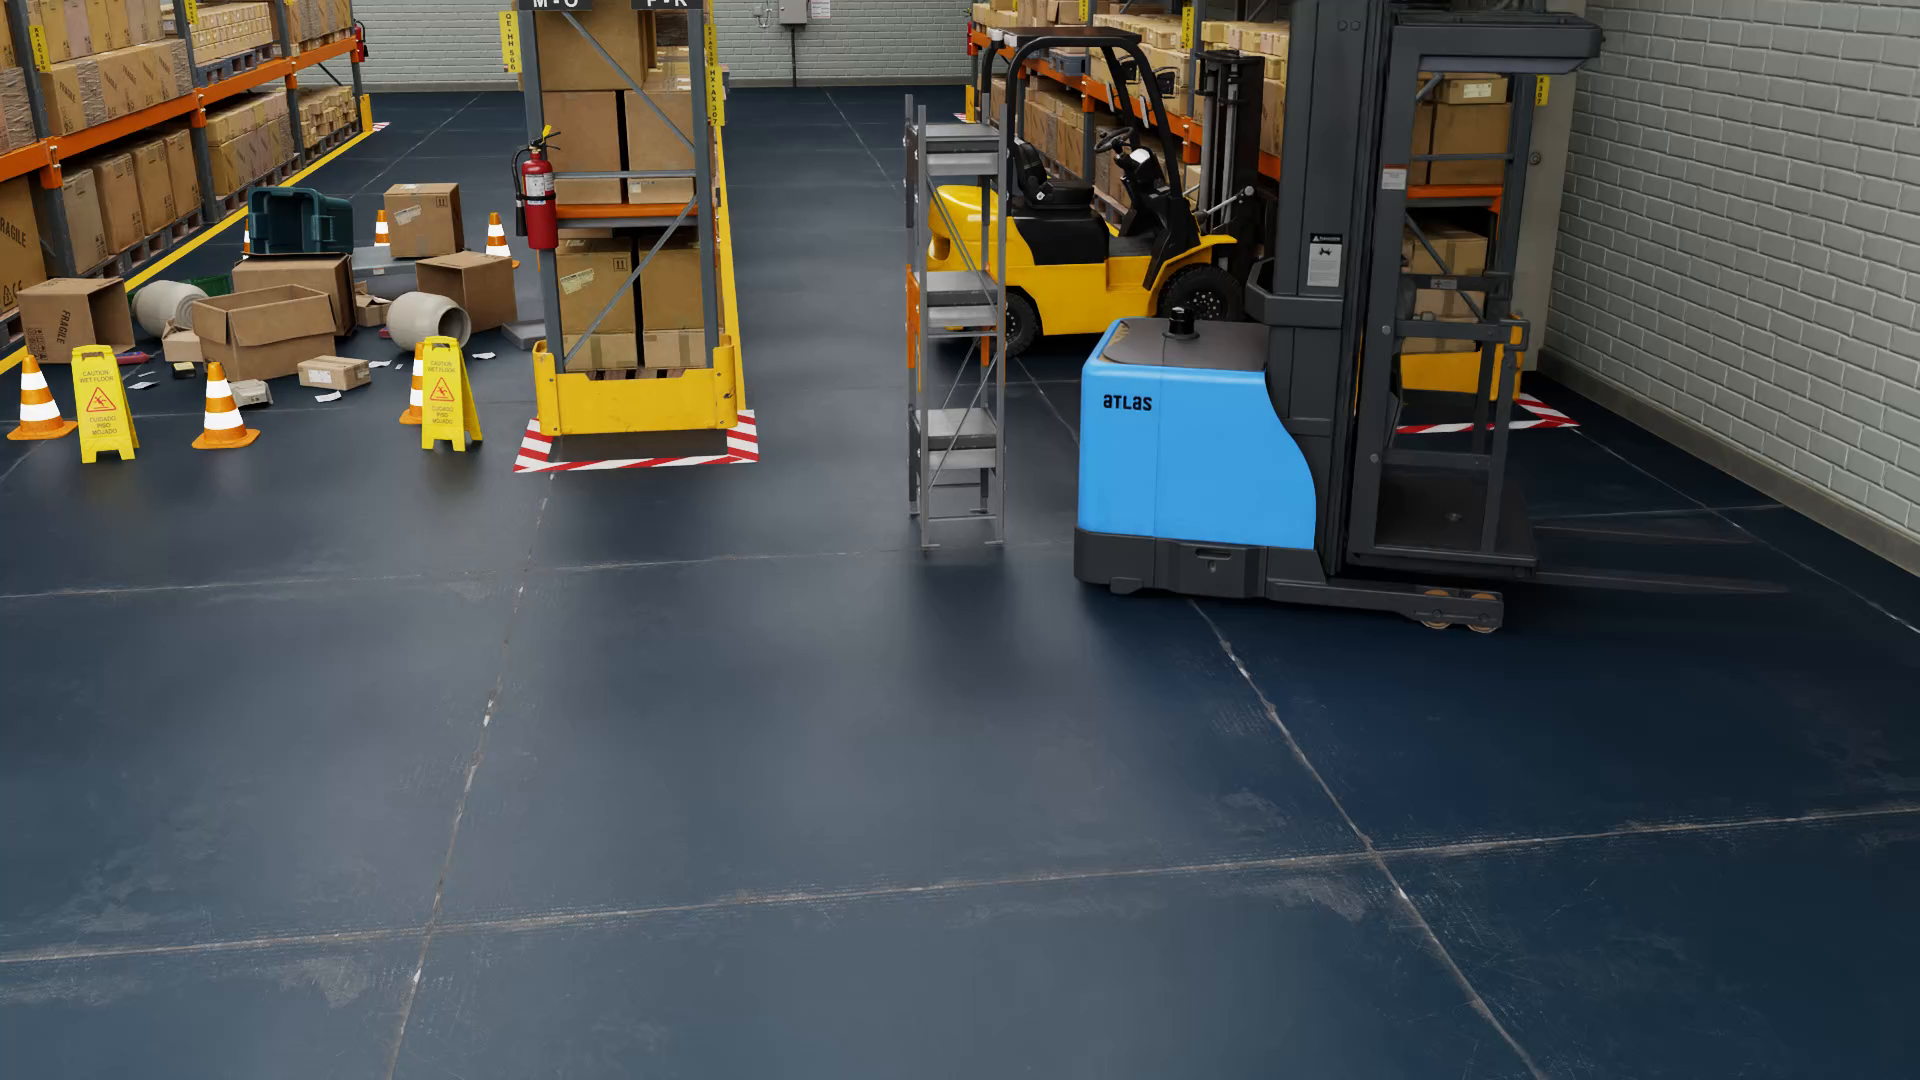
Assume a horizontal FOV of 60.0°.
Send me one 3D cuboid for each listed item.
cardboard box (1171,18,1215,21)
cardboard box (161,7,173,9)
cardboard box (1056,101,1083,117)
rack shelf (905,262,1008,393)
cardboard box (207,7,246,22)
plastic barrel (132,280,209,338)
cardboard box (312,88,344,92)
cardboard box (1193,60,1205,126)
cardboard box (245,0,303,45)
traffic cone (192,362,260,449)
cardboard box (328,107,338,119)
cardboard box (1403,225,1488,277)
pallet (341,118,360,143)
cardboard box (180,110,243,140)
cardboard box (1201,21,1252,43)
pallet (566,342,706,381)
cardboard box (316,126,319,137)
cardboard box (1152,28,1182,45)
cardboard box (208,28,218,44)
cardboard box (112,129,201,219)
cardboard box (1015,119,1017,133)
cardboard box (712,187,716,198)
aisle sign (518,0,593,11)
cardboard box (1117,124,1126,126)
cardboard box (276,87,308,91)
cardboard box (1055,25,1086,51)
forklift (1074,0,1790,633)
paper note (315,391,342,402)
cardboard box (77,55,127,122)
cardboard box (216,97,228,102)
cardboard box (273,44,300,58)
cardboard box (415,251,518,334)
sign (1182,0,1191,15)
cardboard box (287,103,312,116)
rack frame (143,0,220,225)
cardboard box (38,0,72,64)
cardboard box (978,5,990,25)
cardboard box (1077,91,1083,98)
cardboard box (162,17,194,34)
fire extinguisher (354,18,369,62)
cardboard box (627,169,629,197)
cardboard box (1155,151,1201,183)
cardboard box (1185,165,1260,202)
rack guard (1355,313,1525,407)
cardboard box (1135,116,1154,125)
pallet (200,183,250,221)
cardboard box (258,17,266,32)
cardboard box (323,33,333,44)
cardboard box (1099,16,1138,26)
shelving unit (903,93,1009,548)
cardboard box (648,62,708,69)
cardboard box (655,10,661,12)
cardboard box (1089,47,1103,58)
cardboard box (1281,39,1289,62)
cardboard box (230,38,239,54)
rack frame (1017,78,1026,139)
[{"bbox_3d":[2.304,-5.094,16.499,0.380,0.149,0.250,-3,21,-9],"label":"cardboard box"},{"bbox_3d":[-8.791,-5.792,18.344,0.380,0.149,0.250,-3,21,-8],"label":"cardboard box"},{"bbox_3d":[1.342,-5.053,19.505,0.380,0.149,0.250,-4,21,-10],"label":"cardboard box"},{"bbox_3d":[-0.024,-1.028,8.007,0.431,0.518,0.480,-3,21,-8],"label":"rack shelf"},{"bbox_3d":[-8.148,-5.824,18.430,0.380,0.149,0.250,-4,21,-10],"label":"cardboard box"},{"bbox_3d":[-5.710,-1.662,12.060,0.512,0.421,0.421,12,24,30],"label":"plastic barrel"},{"bbox_3d":[-8.815,-6.218,23.202,0.380,0.149,0.250,-3,21,-7],"label":"cardboard box"},{"bbox_3d":[2.209,-3.600,13.426,0.500,0.500,0.500,-3,21,-9],"label":"cardboard box"},{"bbox_3d":[-8.366,-6.324,20.293,0.500,0.500,0.500,-3,21,-9],"label":"cardboard box"},{"bbox_3d":[-4.319,-0.805,9.711,0.336,0.463,0.334,-3,21,-8],"label":"traffic cone"},{"bbox_3d":[-8.580,-5.723,22.300,0.380,0.149,0.250,-2,21,-5],"label":"cardboard box"},{"bbox_3d":[3.098,-1.888,10.885,0.500,0.250,0.500,-3,21,-9],"label":"cardboard box"},{"bbox_3d":[-9.028,-5.723,23.237,1.003,0.211,1.213,-3,21,-8],"label":"pallet"},{"bbox_3d":[-7.901,-4.372,17.536,0.500,0.250,0.500,-3,21,-8],"label":"cardboard box"},{"bbox_3d":[2.156,-4.085,13.371,0.380,0.149,0.250,-2,21,-7],"label":"cardboard box"},{"bbox_3d":[-2.024,-1.087,10.824,1.003,0.211,1.213,-3,21,-8],"label":"pallet"},{"bbox_3d":[-8.564,-5.310,21.619,0.380,0.149,0.250,-4,21,-10],"label":"cardboard box"},{"bbox_3d":[1.952,-4.532,14.993,0.380,0.149,0.250,-3,21,-9],"label":"cardboard box"},{"bbox_3d":[-7.958,-5.238,17.287,0.380,0.149,0.250,-3,21,-8],"label":"cardboard box"},{"bbox_3d":[-7.969,-3.496,15.905,1.050,0.750,0.750,-3,21,-8],"label":"cardboard box"},{"bbox_3d":[0.880,-5.529,22.208,0.380,0.149,0.250,-4,21,-9],"label":"cardboard box"},{"bbox_3d":[-2.082,-2.361,12.509,0.500,0.500,0.500,-3,21,-7],"label":"cardboard box"},{"bbox_3d":[-2.209,-3.265,8.956,0.394,0.787,0.004,-3,21,-8],"label":"aisle sign"},{"bbox_3d":[1.993,-4.462,18.848,0.500,0.500,0.500,-3,21,-8],"label":"cardboard box"},{"bbox_3d":[-9.382,-6.280,23.368,0.380,0.149,0.250,-4,21,-10],"label":"cardboard box"},{"bbox_3d":[1.355,-5.581,18.485,0.500,0.250,0.500,-4,21,-10],"label":"cardboard box"},{"bbox_3d":[2.091,-1.178,7.181,3.031,2.935,1.130,5,21,12],"label":"forklift"},{"bbox_3d":[-4.037,-0.920,10.635,0.148,0.019,0.142,-11,23,-26],"label":"paper note"},{"bbox_3d":[-7.344,-3.774,13.892,0.500,0.500,0.500,-3,21,-8],"label":"cardboard box"},{"bbox_3d":[-8.620,-4.877,18.889,0.500,0.250,0.500,-2,21,-6],"label":"cardboard box"},{"bbox_3d":[-8.261,-5.951,20.221,0.380,0.149,0.250,-2,21,-6],"label":"cardboard box"},{"bbox_3d":[-3.700,-1.859,12.476,0.500,0.500,0.500,12,24,29],"label":"cardboard box"},{"bbox_3d":[2.376,-5.677,17.473,0.100,0.325,0.005,-3,21,-8],"label":"sign"},{"bbox_3d":[-8.516,-5.496,21.268,0.380,0.149,0.250,-3,21,-9],"label":"cardboard box"},{"bbox_3d":[-7.968,-4.569,16.162,1.000,3.000,0.127,-3,21,-8],"label":"rack frame"},{"bbox_3d":[-7.545,-4.049,13.197,0.700,0.500,0.500,-3,21,-9],"label":"cardboard box"},{"bbox_3d":[0.546,-7.599,24.064,0.500,0.250,0.500,-3,21,-7],"label":"cardboard box"},{"bbox_3d":[1.676,-5.532,20.786,0.380,0.149,0.250,-3,21,-7],"label":"cardboard box"},{"bbox_3d":[-7.843,-5.098,16.487,0.380,0.149,0.250,-3,21,-8],"label":"cardboard box"},{"bbox_3d":[-8.701,-7.238,23.952,0.296,0.674,0.183,-3,21,-8],"label":"fire extinguisher"},{"bbox_3d":[-1.826,-2.181,10.127,0.380,0.149,0.250,-3,21,-7],"label":"cardboard box"},{"bbox_3d":[2.213,-3.254,15.434,0.875,0.625,0.625,-3,21,-8],"label":"cardboard box"},{"bbox_3d":[2.163,-2.914,13.632,0.500,0.250,0.500,-3,21,-9],"label":"cardboard box"},{"bbox_3d":[2.984,-1.156,10.597,1.175,0.500,0.348,-3,21,-8],"label":"rack guard"},{"bbox_3d":[2.060,-4.631,18.374,0.380,0.149,0.250,-2,21,-5],"label":"cardboard box"},{"bbox_3d":[-8.079,-3.533,17.374,1.003,0.211,1.213,-3,21,-8],"label":"pallet"},{"bbox_3d":[-8.253,-5.953,19.202,0.380,0.149,0.250,-3,21,-7],"label":"cardboard box"},{"bbox_3d":[-8.676,-6.768,22.410,0.380,0.149,0.250,-4,21,-10],"label":"cardboard box"},{"bbox_3d":[1.621,-5.238,16.884,0.380,0.149,0.250,-2,21,-7],"label":"cardboard box"},{"bbox_3d":[-0.024,-1.041,8.002,0.431,2.100,0.503,-3,21,-8],"label":"shelving unit"},{"bbox_3d":[-1.959,-2.979,11.337,0.500,0.500,0.500,-3,21,-9],"label":"cardboard box"},{"bbox_3d":[-2.364,-4.202,14.010,0.500,0.500,0.500,-3,21,-8],"label":"cardboard box"},{"bbox_3d":[1.625,-5.102,17.089,0.500,0.250,0.500,-3,21,-8],"label":"cardboard box"},{"bbox_3d":[2.437,-3.376,11.472,0.380,0.149,0.250,-3,21,-7],"label":"cardboard box"},{"bbox_3d":[-8.062,-5.362,18.045,0.380,0.149,0.250,-4,21,-10],"label":"cardboard box"},{"bbox_3d":[1.251,-6.490,21.306,1.000,3.000,0.127,-3,21,-8],"label":"rack frame"}]
